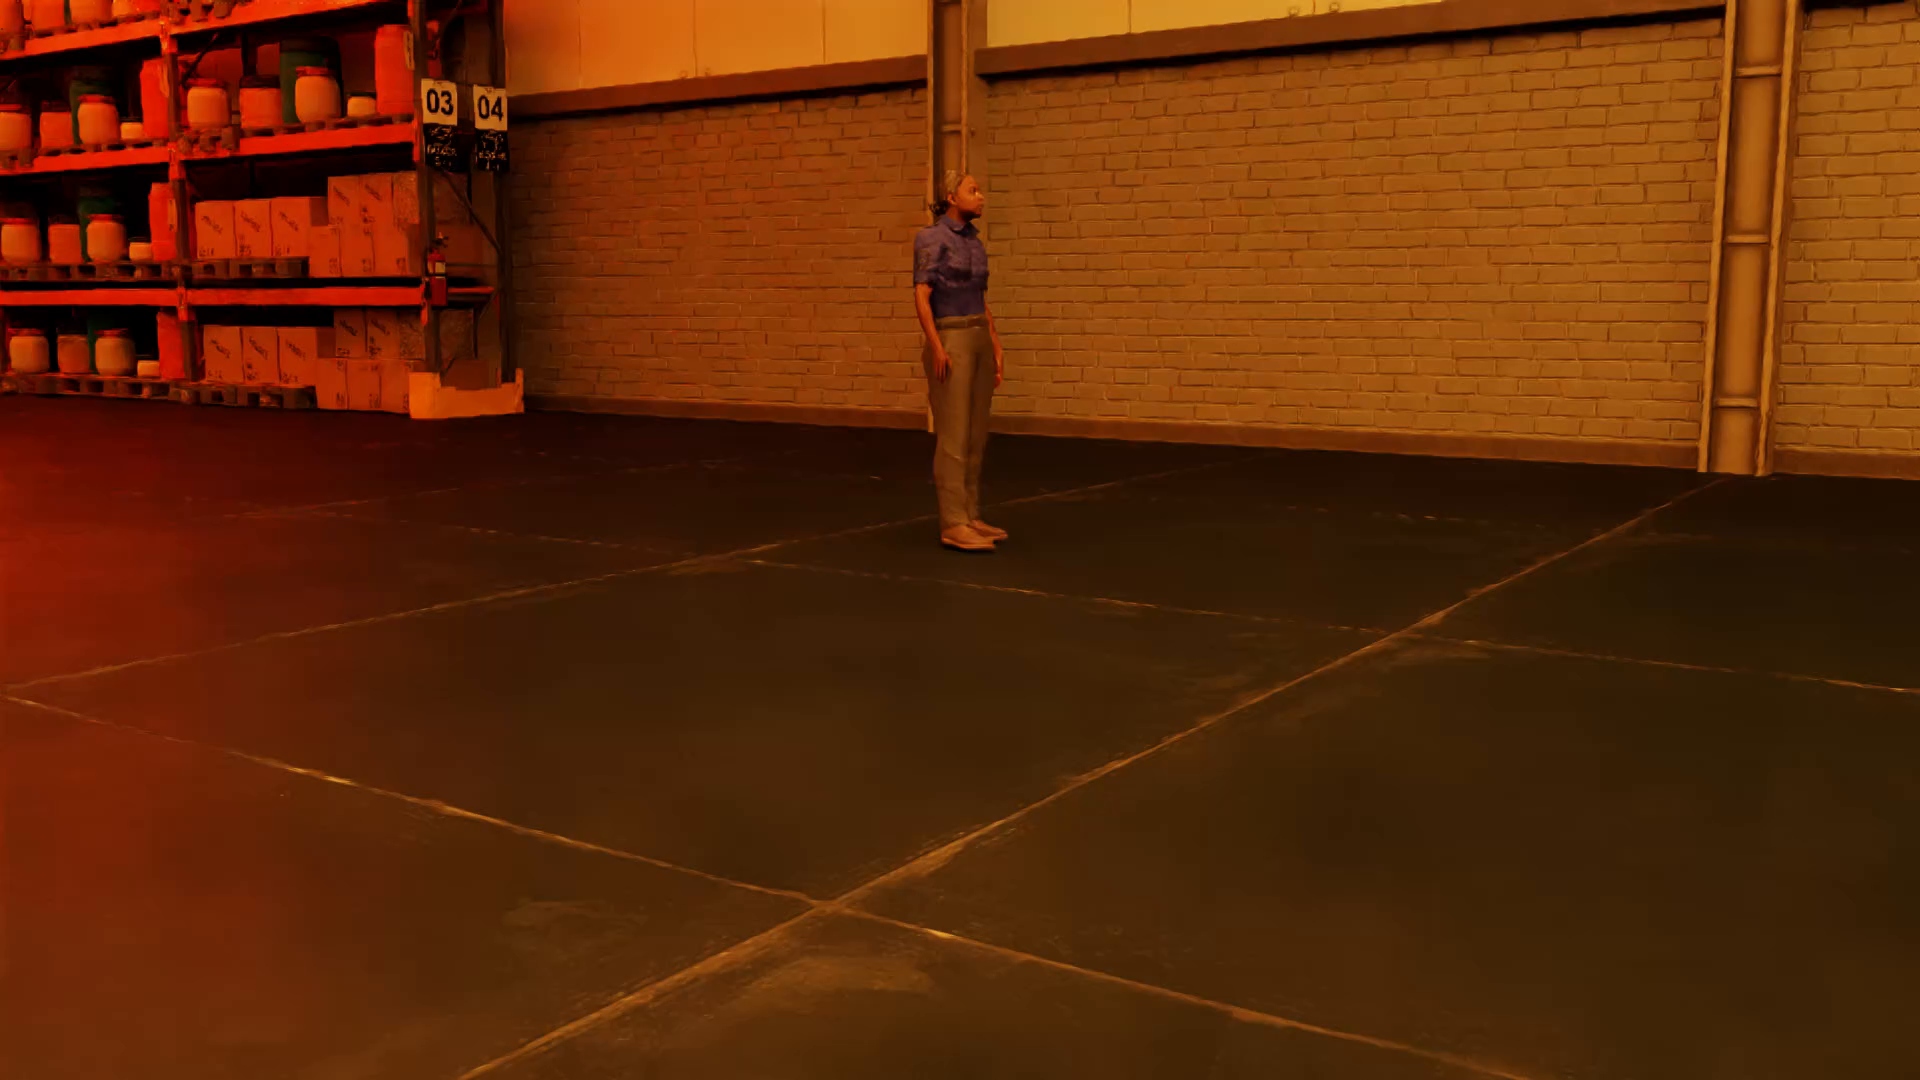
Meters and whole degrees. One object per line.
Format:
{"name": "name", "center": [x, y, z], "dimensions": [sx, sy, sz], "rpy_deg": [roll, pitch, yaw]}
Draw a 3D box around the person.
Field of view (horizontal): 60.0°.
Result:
{"name": "person", "center": [0.062, -0.817, 7.422], "dimensions": [0.503, 1.654, 0.570], "rpy_deg": [5, 10, 34]}
